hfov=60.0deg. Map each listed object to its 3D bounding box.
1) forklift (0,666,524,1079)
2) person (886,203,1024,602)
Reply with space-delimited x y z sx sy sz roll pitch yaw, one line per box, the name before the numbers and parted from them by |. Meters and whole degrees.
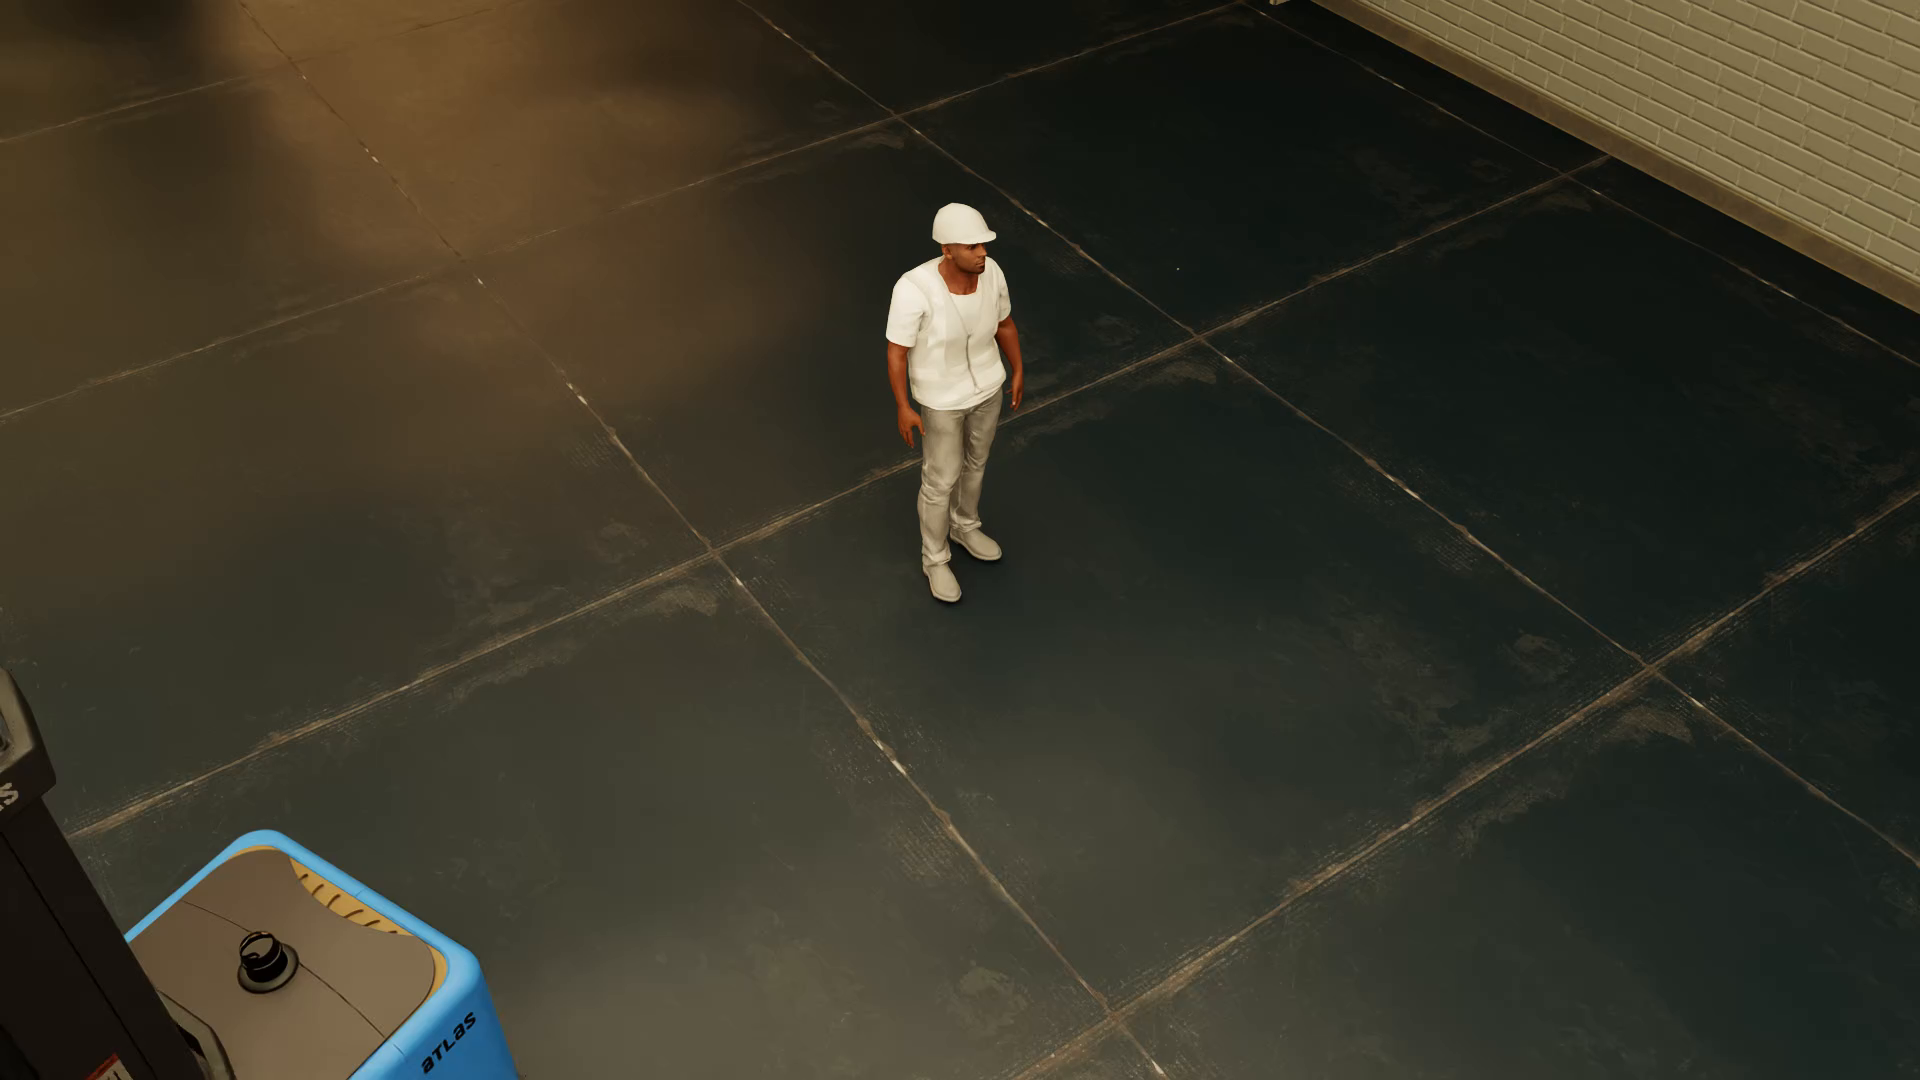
forklift | -2.625 1.633 3.943 1.130 2.935 3.031 23 47 23
person | 0.034 -0.614 7.230 0.665 1.765 0.577 -25 48 -25
